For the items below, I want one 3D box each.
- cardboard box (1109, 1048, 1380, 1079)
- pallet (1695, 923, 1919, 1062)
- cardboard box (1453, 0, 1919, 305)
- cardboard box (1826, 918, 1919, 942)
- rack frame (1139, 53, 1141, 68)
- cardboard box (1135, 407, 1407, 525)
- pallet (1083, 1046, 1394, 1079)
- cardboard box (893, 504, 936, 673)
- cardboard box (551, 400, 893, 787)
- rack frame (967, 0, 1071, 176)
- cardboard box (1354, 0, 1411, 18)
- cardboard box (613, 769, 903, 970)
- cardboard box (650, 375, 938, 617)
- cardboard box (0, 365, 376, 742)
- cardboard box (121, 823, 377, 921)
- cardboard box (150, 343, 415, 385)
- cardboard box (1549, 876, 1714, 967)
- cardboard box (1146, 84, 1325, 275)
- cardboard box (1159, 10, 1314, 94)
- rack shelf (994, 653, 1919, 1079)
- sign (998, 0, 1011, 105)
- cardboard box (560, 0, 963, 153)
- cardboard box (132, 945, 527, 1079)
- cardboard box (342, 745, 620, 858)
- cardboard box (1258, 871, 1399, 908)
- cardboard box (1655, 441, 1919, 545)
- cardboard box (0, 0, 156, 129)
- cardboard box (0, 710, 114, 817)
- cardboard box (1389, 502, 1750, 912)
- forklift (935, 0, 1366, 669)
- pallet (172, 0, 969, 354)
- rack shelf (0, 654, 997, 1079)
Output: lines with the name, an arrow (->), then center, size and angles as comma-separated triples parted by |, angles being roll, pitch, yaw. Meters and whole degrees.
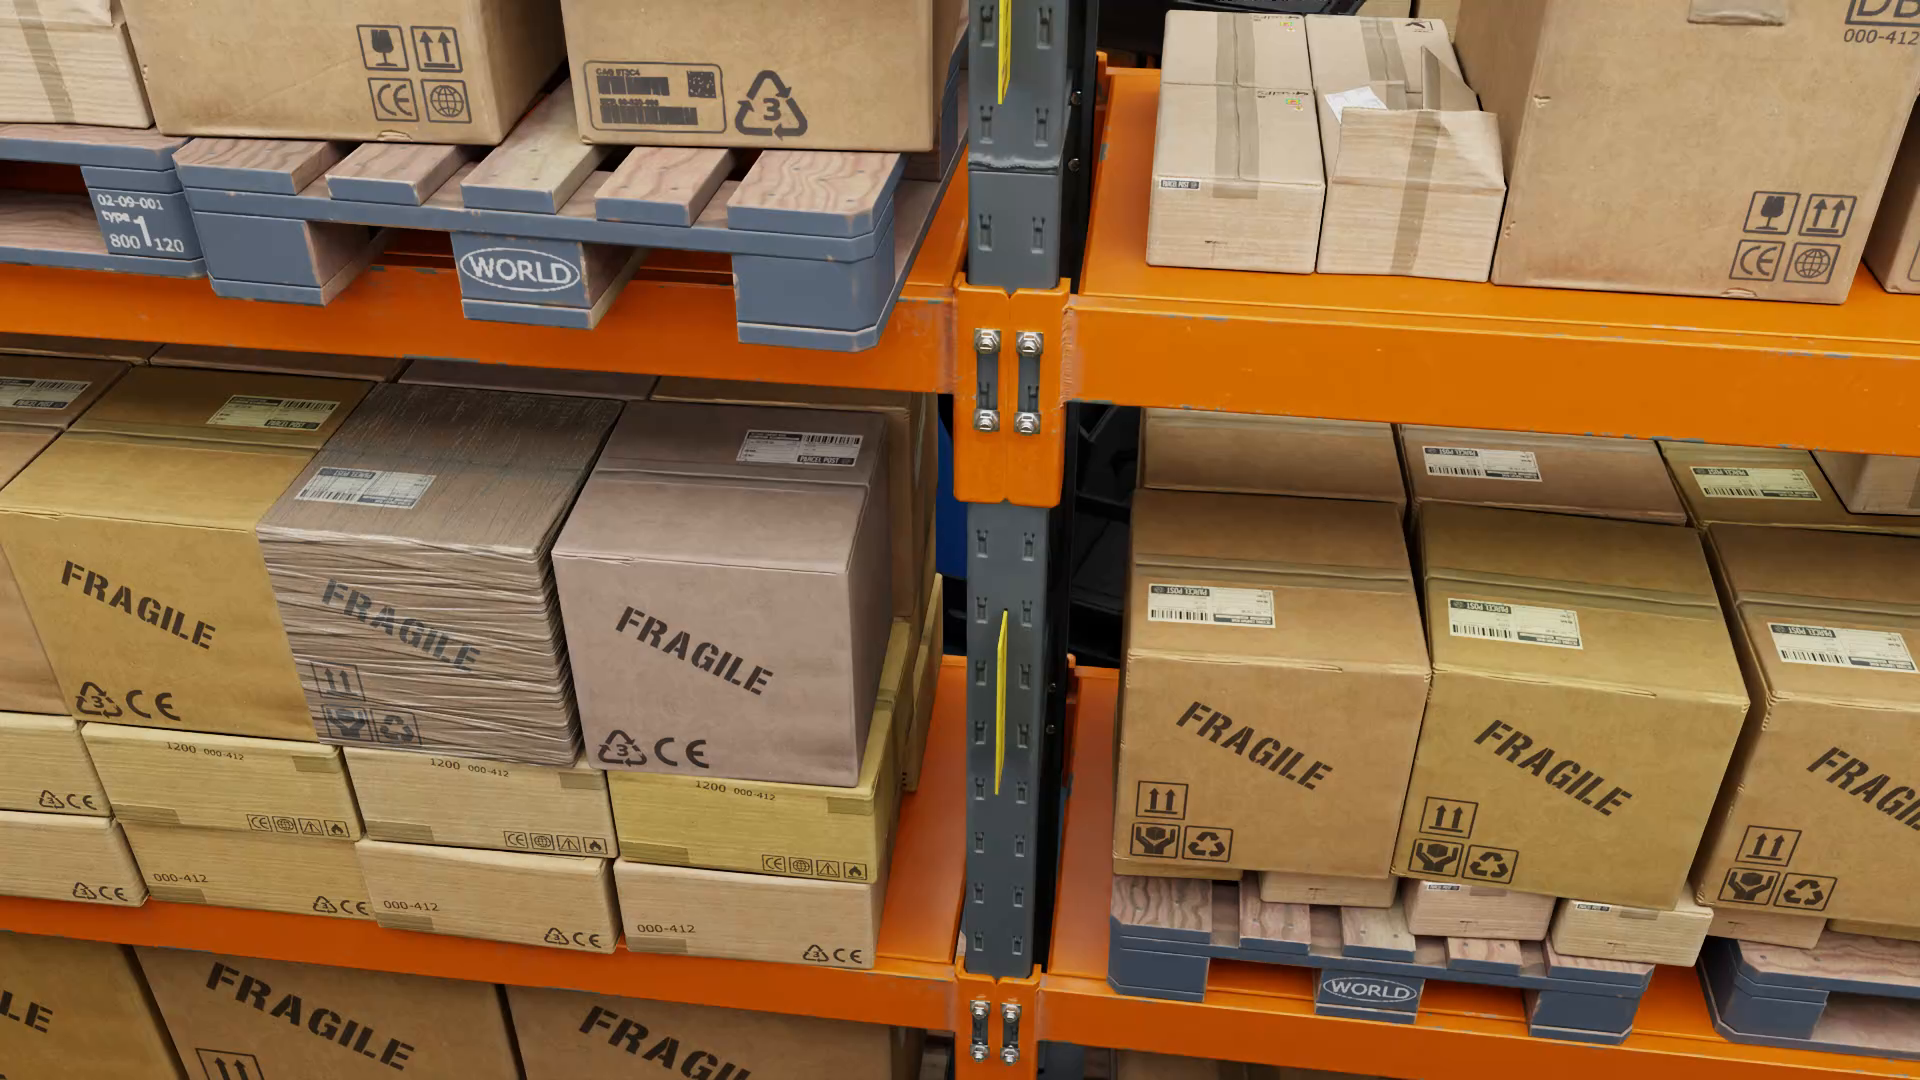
cardboard box -> 0.696, 1.373, 4.145 | 0.625, 0.372, 0.950 | 2, 36, 3
pallet -> 2.105, 0.628, 3.454 | 1.213, 0.211, 1.003 | 4, 36, 6
cardboard box -> 1.075, -0.759, 2.563 | 0.500, 0.500, 0.700 | 4, 36, 6
cardboard box -> 1.781, 0.580, 3.210 | 0.250, 0.149, 0.380 | 6, 36, 8
rack frame -> 0.765, -2.434, 7.578 | 0.127, 3.000, 1.000 | 4, 36, 6
cardboard box -> 0.623, -0.033, 3.510 | 0.500, 0.500, 0.500 | 3, 36, 5
pallet -> 0.911, 1.620, 4.298 | 1.213, 0.211, 1.003 | 4, 36, 6
cardboard box -> -0.335, 0.104, 3.720 | 0.500, 0.250, 0.500 | 4, 36, 6
cardboard box -> -0.410, 0.091, 3.093 | 0.500, 0.500, 0.500 | 3, 36, 5
rack frame -> 0.136, -2.015, 1.827 | 0.127, 3.000, 1.000 | 4, 36, 6
cardboard box -> 1.670, -2.365, 7.180 | 0.500, 0.250, 0.500 | 5, 36, 7
cardboard box -> -0.398, 0.600, 3.457 | 0.500, 0.250, 0.500 | 3, 36, 4
cardboard box -> -0.322, -0.198, 3.499 | 0.500, 0.500, 0.500 | 3, 36, 4
cardboard box -> -1.411, 0.018, 3.196 | 0.500, 0.500, 0.500 | 4, 36, 6
cardboard box -> -1.404, 0.525, 3.562 | 0.500, 0.250, 0.500 | 4, 36, 5
cardboard box -> -1.326, -0.277, 3.609 | 0.500, 0.500, 0.500 | 5, 36, 7
cardboard box -> 1.247, 0.608, 3.170 | 0.250, 0.149, 0.380 | 4, 36, 6
cardboard box -> 0.427, -0.571, 2.602 | 0.250, 0.149, 0.380 | 4, 36, 6
cardboard box -> 0.476, -0.790, 2.909 | 0.250, 0.149, 0.380 | 4, 36, 6
rack shelf -> 2.120, 0.867, 3.572 | 4.000, 0.370, 1.077 | 4, 36, 6
sign -> 0.058, -0.718, 2.078 | 0.005, 0.325, 0.100 | 4, 36, 6
cardboard box -> -0.257, -0.948, 2.464 | 0.637, 0.503, 0.797 | 2, 36, 3
cardboard box -> -1.422, 0.953, 4.300 | 0.875, 0.875, 0.875 | 5, 36, 7
cardboard box -> -0.885, 0.359, 3.364 | 0.500, 0.250, 0.500 | 3, 36, 5
cardboard box -> 0.711, 0.529, 3.281 | 0.250, 0.149, 0.380 | 2, 36, 3
cardboard box -> 1.638, 0.036, 3.414 | 0.500, 0.500, 0.500 | 2, 36, 3
cardboard box -> -1.274, -0.811, 2.476 | 0.258, 0.266, 0.396 | 3, 36, 5
cardboard box -> -1.911, 0.295, 3.454 | 0.500, 0.250, 0.500 | 3, 36, 5
cardboard box -> 1.071, 0.295, 3.051 | 0.500, 0.500, 0.500 | 6, 36, 8
forklift -> 0.754, -0.933, 5.534 | 3.031, 2.935, 1.130 | 15, 38, 20
pallet -> -0.509, -0.735, 2.778 | 1.003, 0.211, 1.213 | 6, 36, 8
rack shelf -> -1.847, 0.571, 3.986 | 4.000, 0.370, 1.077 | 4, 36, 6
